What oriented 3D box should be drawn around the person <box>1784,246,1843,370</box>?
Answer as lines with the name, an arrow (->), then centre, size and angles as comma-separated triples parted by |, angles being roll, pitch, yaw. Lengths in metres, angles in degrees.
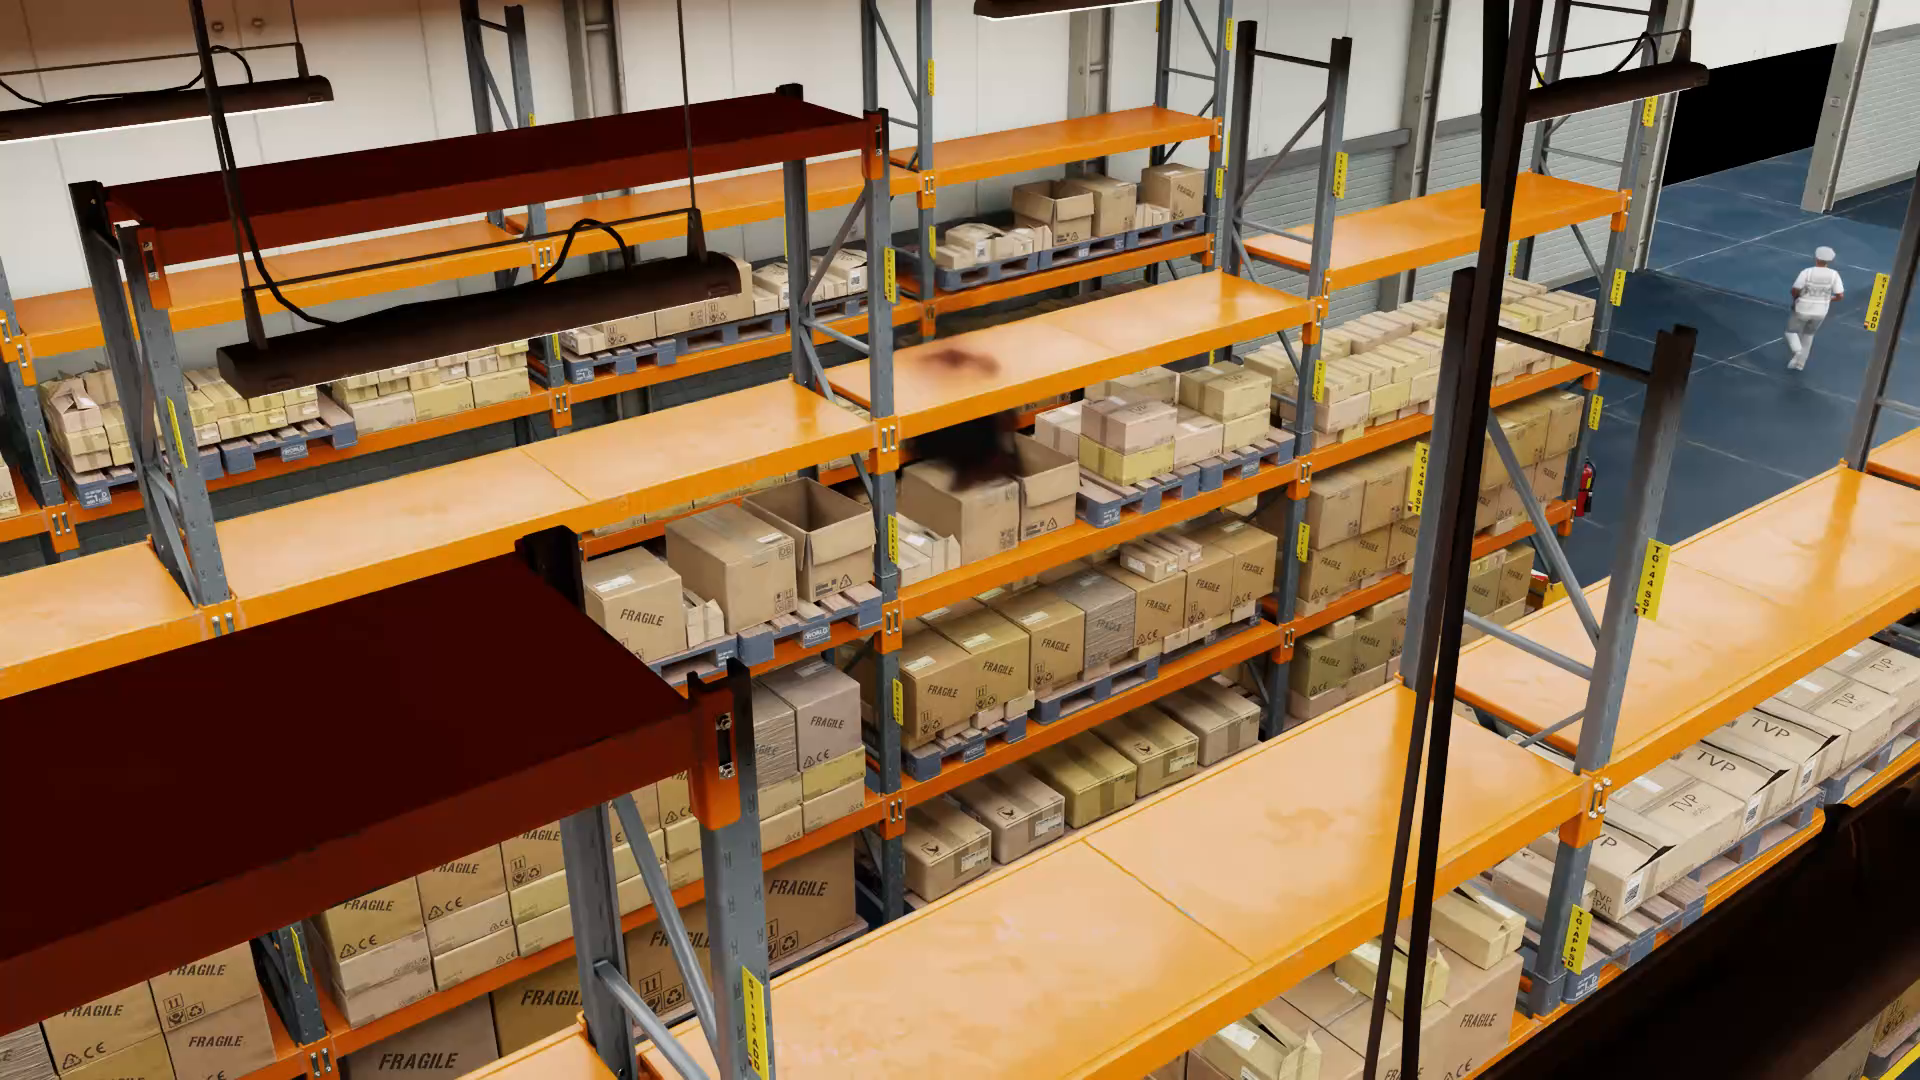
person -> 11.519, -3.119, 22.512 | 0.661, 1.725, 0.607 | 5, 27, 11
